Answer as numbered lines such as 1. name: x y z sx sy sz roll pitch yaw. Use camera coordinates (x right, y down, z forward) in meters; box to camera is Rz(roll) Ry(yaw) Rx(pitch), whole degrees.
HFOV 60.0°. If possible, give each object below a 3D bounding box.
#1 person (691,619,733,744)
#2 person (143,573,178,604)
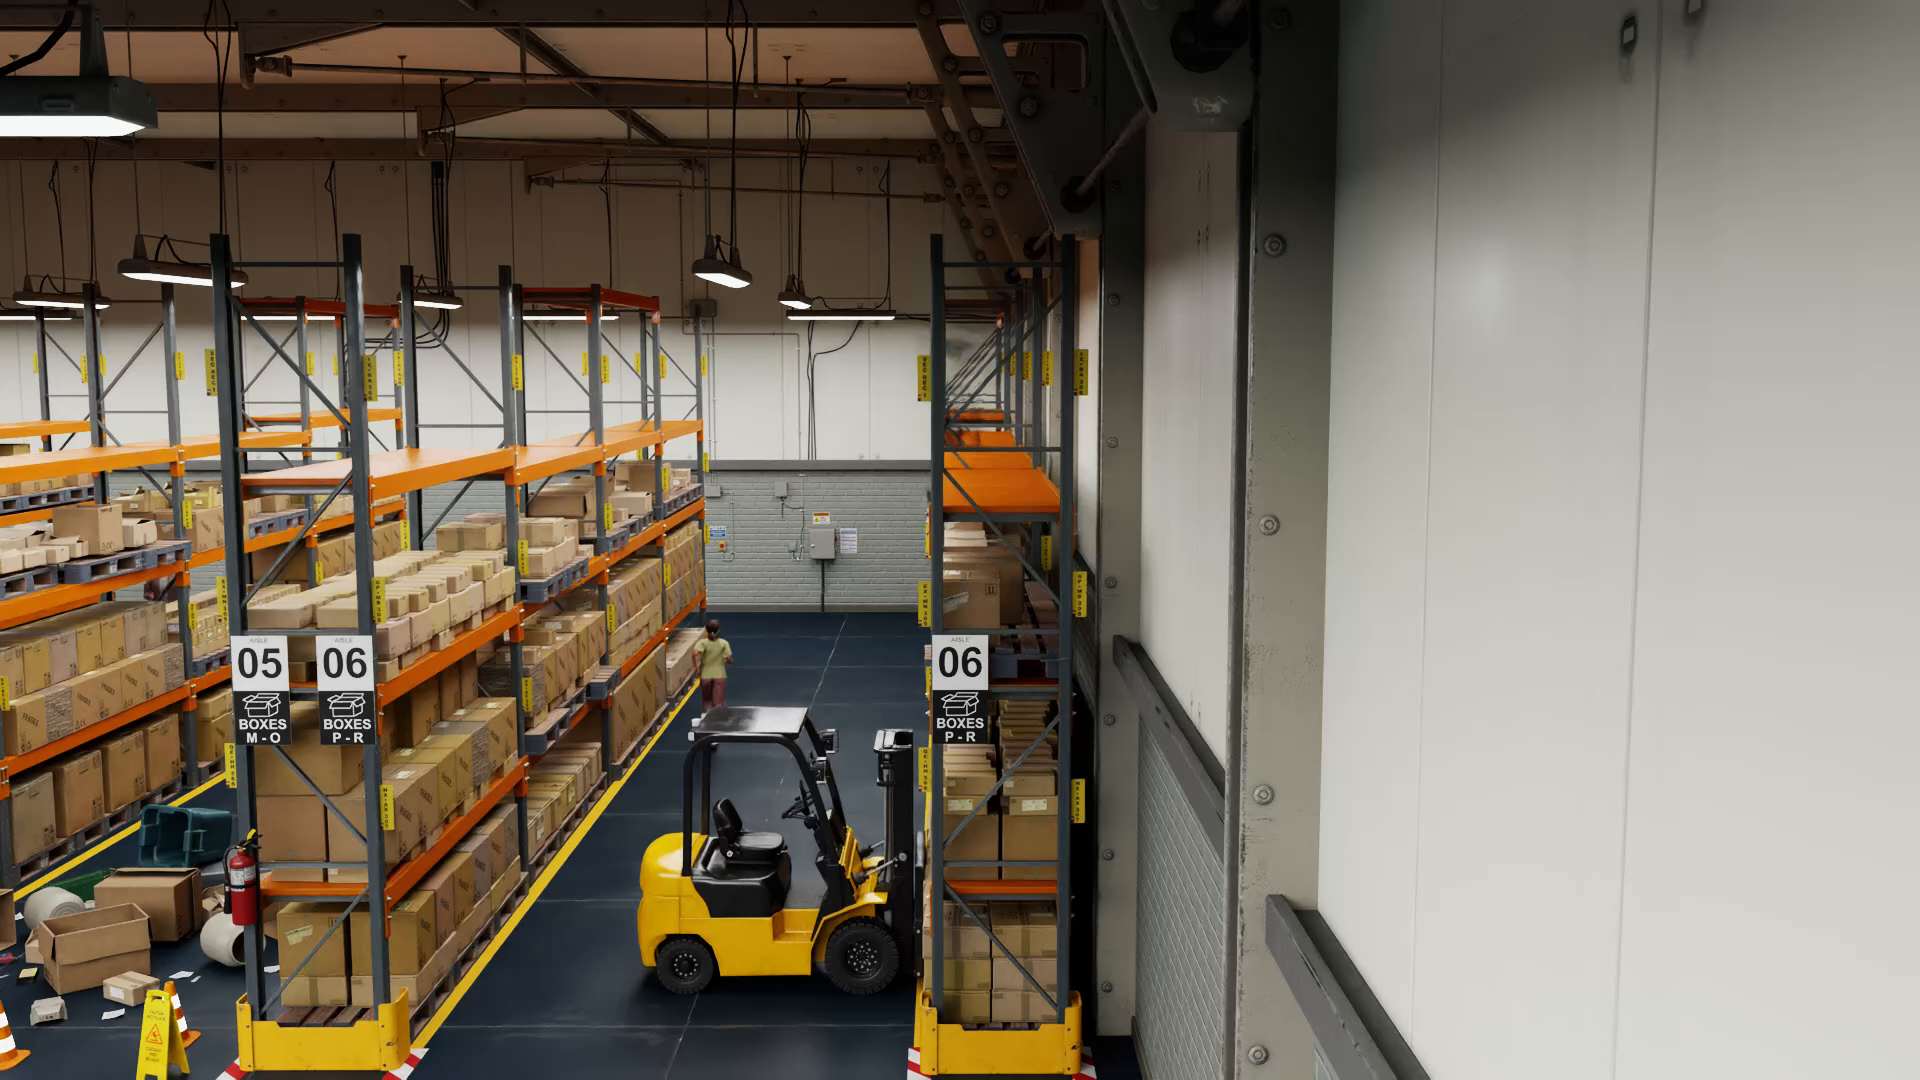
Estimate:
1. person: -3.274 1.904 22.094 0.511 1.712 0.774 0 6 -3
2. person: -13.229 1.234 27.699 0.649 1.835 0.892 -1 6 -12
